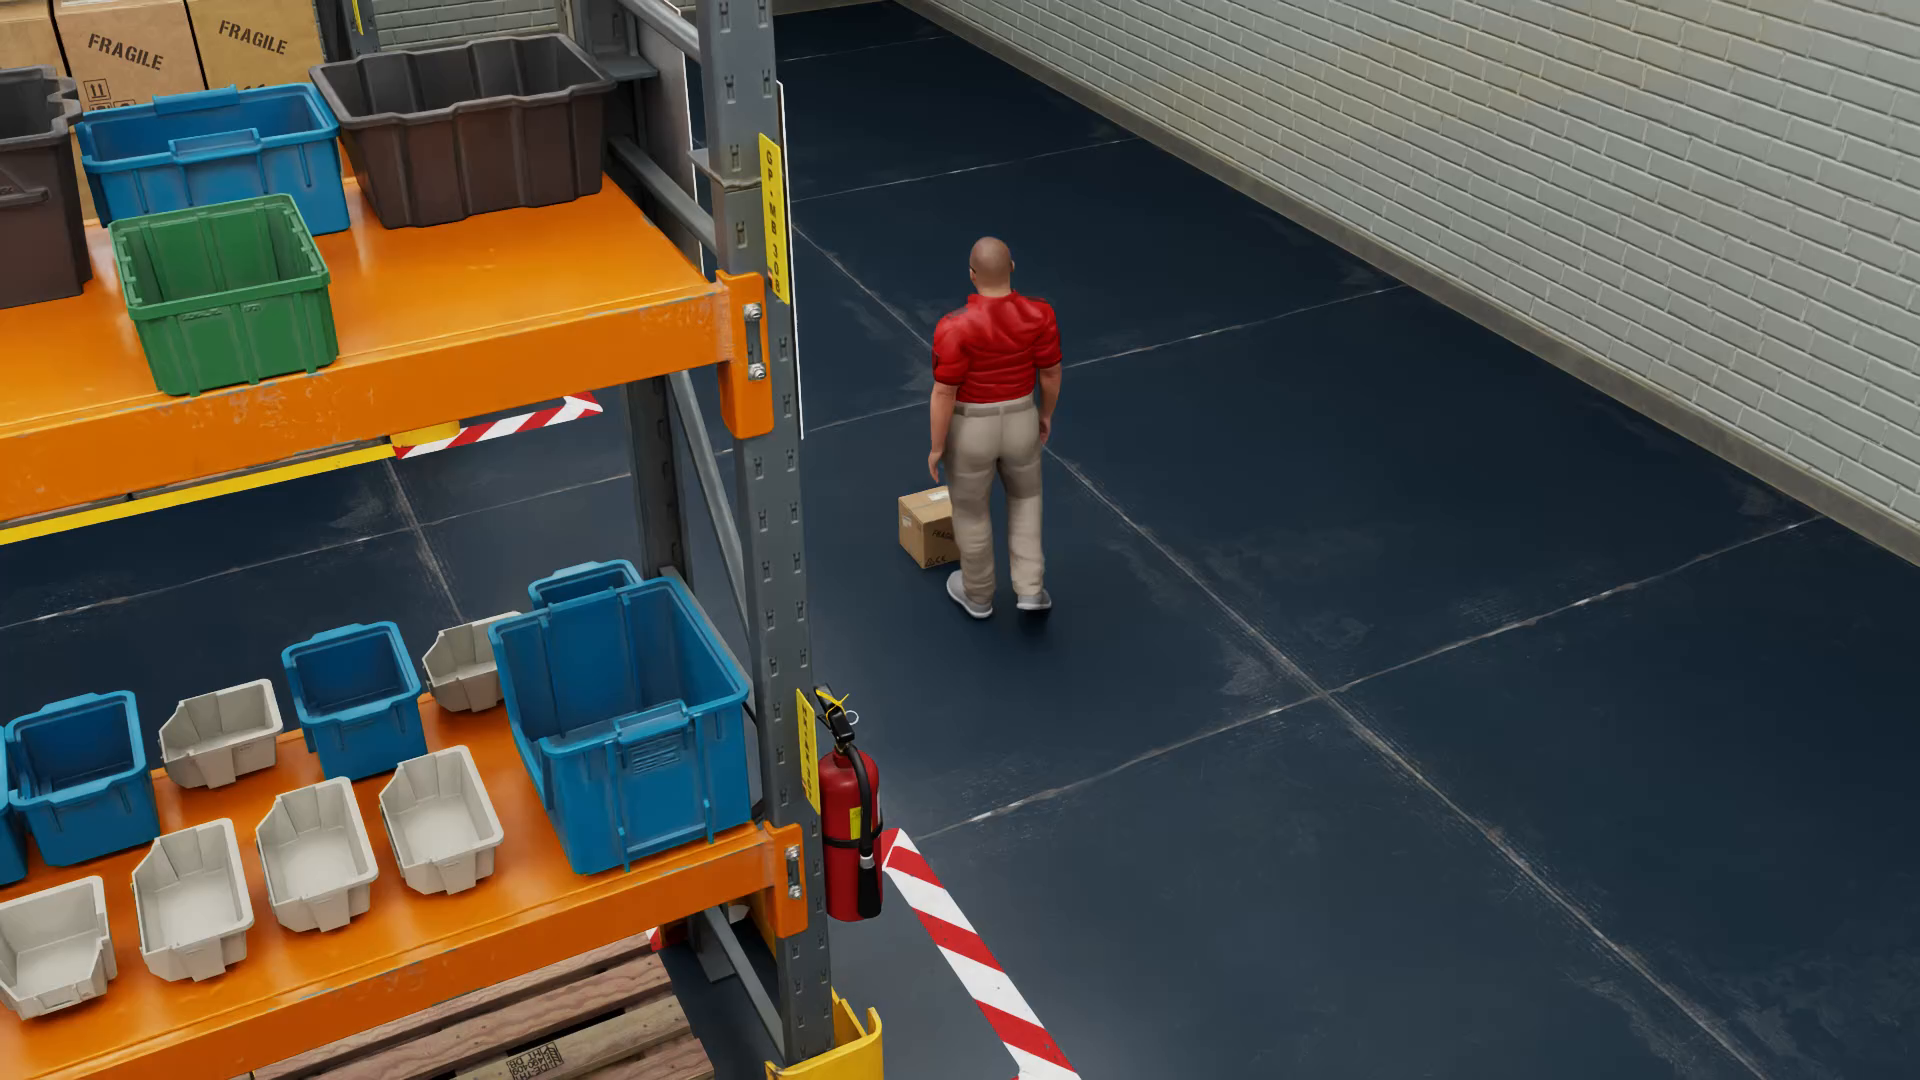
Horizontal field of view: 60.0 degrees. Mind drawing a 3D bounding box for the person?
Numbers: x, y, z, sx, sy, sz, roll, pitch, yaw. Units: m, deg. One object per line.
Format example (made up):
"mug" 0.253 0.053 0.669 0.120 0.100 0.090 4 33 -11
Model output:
"person" 0.138 -0.431 6.802 0.569 1.725 0.485 -11 34 -16
